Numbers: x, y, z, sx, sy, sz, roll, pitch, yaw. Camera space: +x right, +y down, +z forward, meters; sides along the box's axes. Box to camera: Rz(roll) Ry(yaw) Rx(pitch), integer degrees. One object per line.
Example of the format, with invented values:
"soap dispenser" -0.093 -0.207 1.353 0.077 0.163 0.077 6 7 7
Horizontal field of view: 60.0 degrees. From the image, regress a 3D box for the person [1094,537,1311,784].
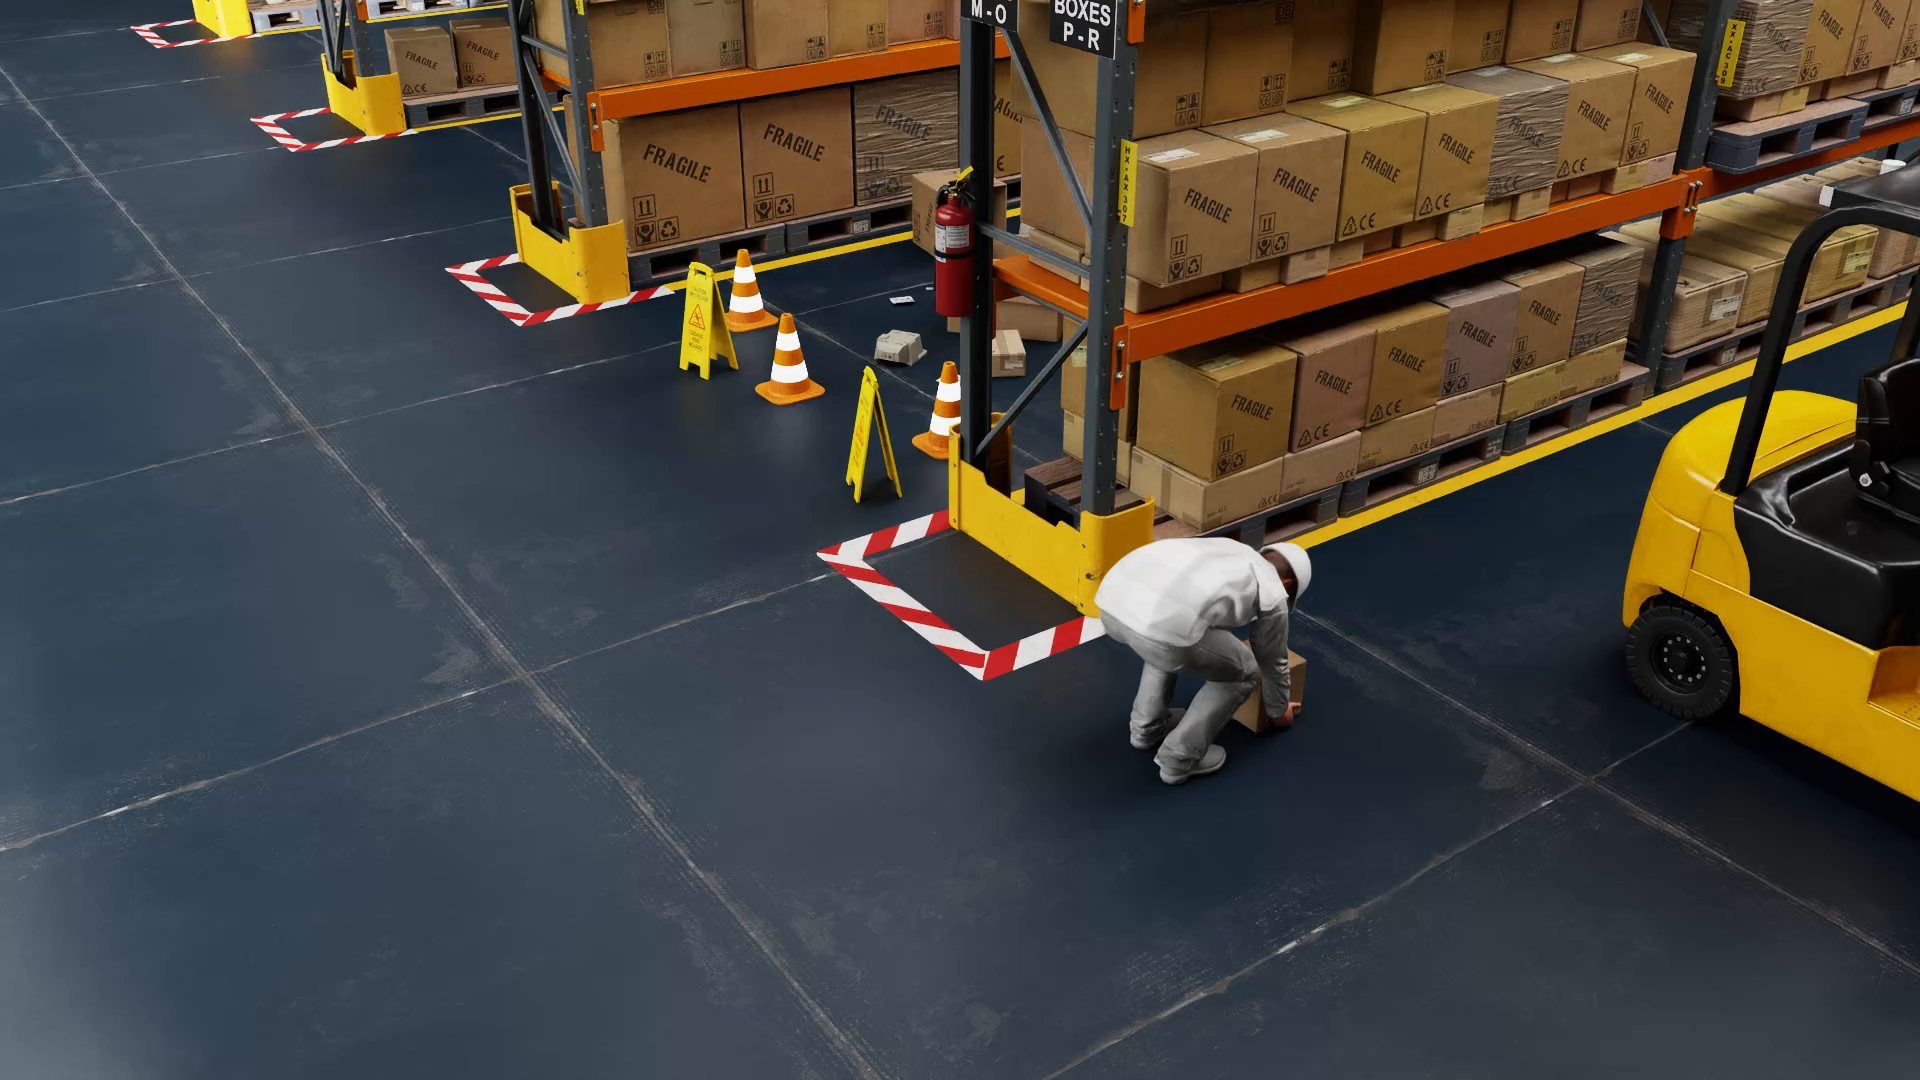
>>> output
"person" 0.955 0.368 6.312 0.998 0.923 0.504 -20 34 -33
